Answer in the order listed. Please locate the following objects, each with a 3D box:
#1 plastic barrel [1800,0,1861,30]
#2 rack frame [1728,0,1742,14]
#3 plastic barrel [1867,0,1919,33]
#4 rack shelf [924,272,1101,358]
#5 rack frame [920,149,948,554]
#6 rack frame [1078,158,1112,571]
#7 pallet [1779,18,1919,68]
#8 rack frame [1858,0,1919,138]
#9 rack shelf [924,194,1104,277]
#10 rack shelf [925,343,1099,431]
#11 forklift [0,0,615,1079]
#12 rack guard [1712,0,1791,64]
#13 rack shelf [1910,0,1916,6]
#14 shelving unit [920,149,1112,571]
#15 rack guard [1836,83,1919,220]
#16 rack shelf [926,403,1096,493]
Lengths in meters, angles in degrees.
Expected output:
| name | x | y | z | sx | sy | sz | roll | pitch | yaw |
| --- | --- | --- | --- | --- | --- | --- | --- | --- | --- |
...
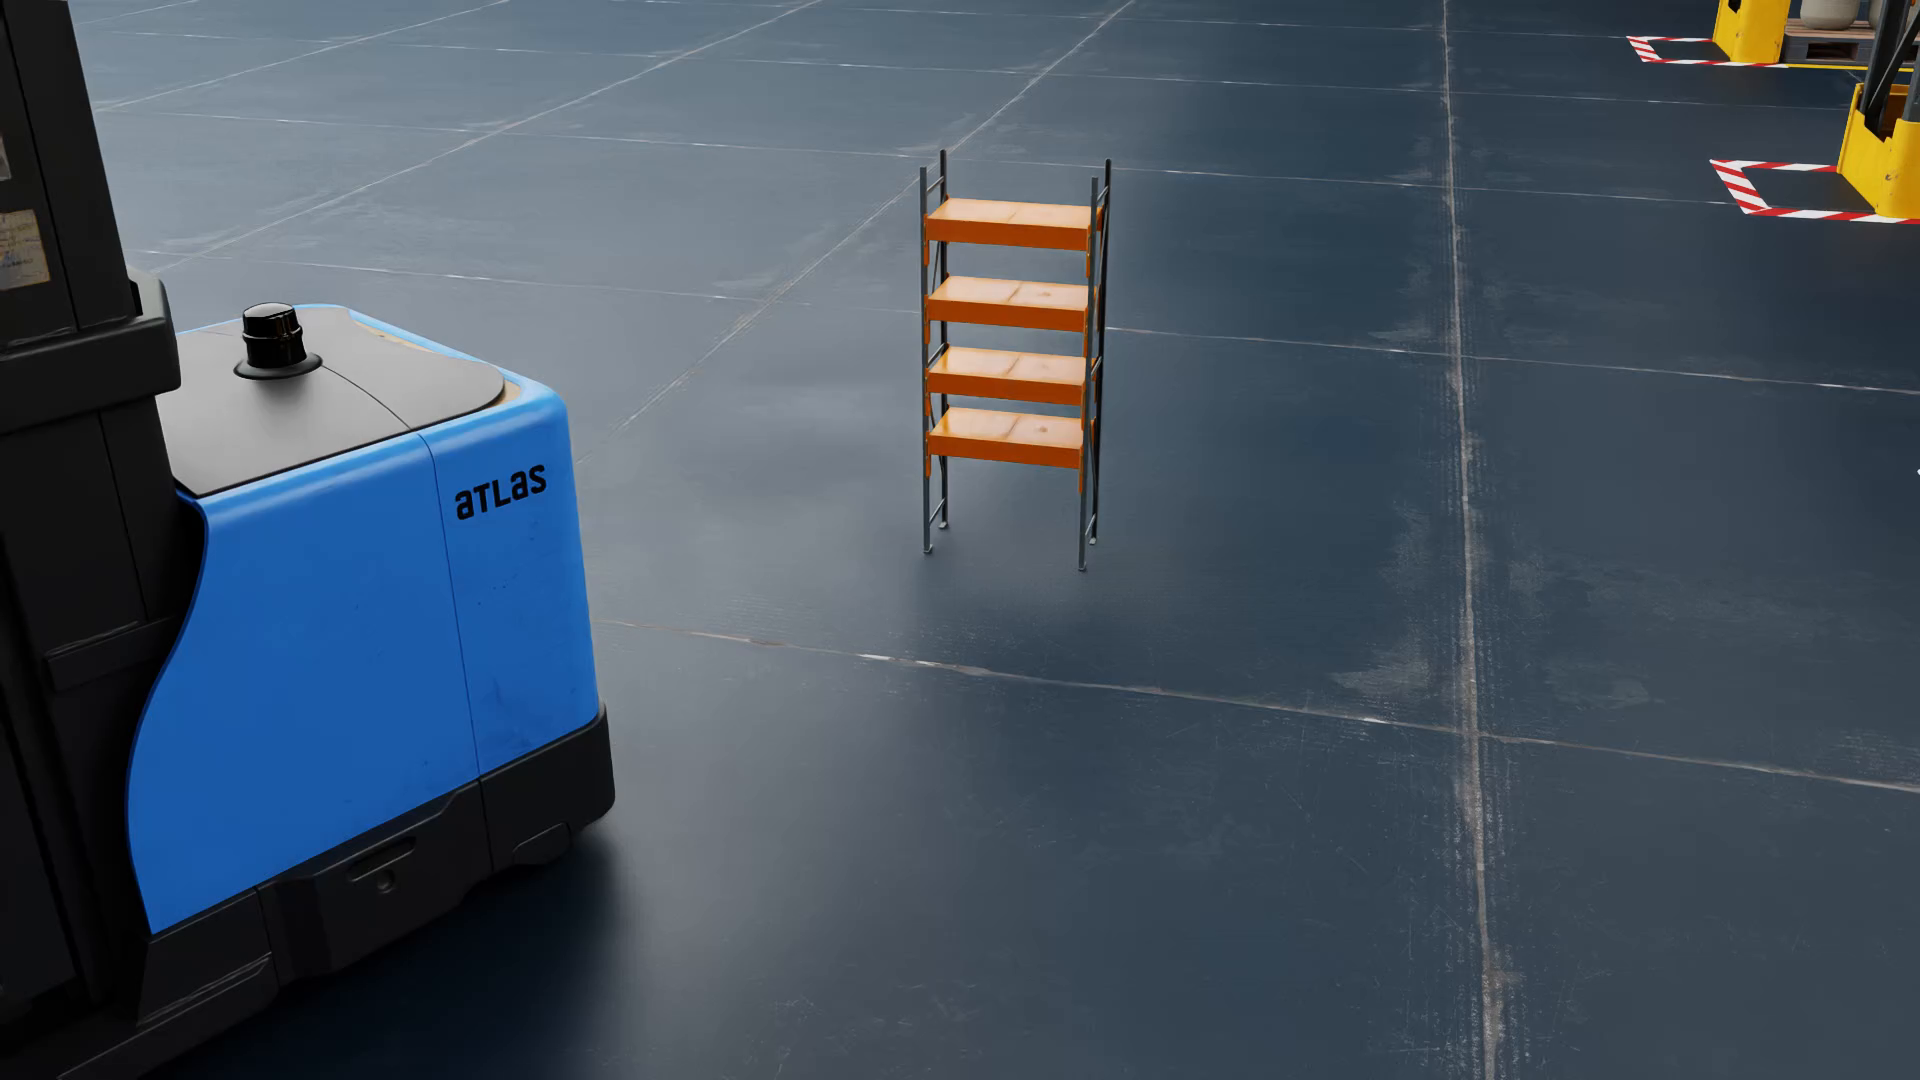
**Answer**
| name | x | y | z | sx | sy | sz | roll | pitch | yaw |
| --- | --- | --- | --- | --- | --- | --- | --- | --- | --- |
| plastic barrel | 7.034 | -4.396 | 13.400 | 0.421 | 0.512 | 0.421 | 0 | 25 | 0 |
| rack frame | 6.377 | -5.369 | 13.037 | 0.127 | 3.000 | 1.000 | 6 | 26 | 13 |
| plastic barrel | 7.519 | -4.343 | 13.288 | 0.421 | 0.512 | 0.421 | 0 | 25 | 0 |
| rack shelf | 0.160 | -0.665 | 4.888 | 0.480 | 0.148 | 0.258 | 6 | 26 | 13 |
| rack frame | -0.076 | -0.550 | 5.010 | 0.015 | 1.200 | 0.240 | 6 | 26 | 13 |
| rack frame | 0.397 | -0.498 | 4.900 | 0.015 | 1.200 | 0.240 | 6 | 26 | 13 |
| pallet | 7.248 | -4.032 | 13.473 | 1.213 | 0.211 | 1.003 | 6 | 26 | 13 |
| rack frame | 5.144 | -3.307 | 8.706 | 0.127 | 3.000 | 1.000 | 6 | 26 | 13 |
| rack shelf | 0.160 | -0.879 | 4.786 | 0.480 | 0.148 | 0.258 | 6 | 26 | 13 |
| rack shelf | 0.160 | -0.463 | 4.984 | 0.480 | 0.148 | 0.258 | 6 | 26 | 13 |
| forklift | -2.150 | -0.326 | 2.524 | 1.130 | 2.935 | 3.031 | 21 | 33 | 37 |
| rack guard | 6.463 | -4.252 | 13.598 | 0.348 | 0.500 | 1.175 | 6 | 26 | 13 |
| rack shelf | 7.081 | -2.768 | 8.411 | 4.000 | 0.370 | 1.077 | 6 | 26 | 13 |
| shelving unit | 0.160 | -0.524 | 4.955 | 0.503 | 1.200 | 0.258 | 6 | 26 | 13 |
| rack guard | 5.217 | -2.170 | 9.226 | 0.348 | 0.500 | 1.175 | 6 | 26 | 13 |
| rack shelf | 0.160 | -0.284 | 5.069 | 0.480 | 0.148 | 0.258 | 6 | 26 | 13 |
